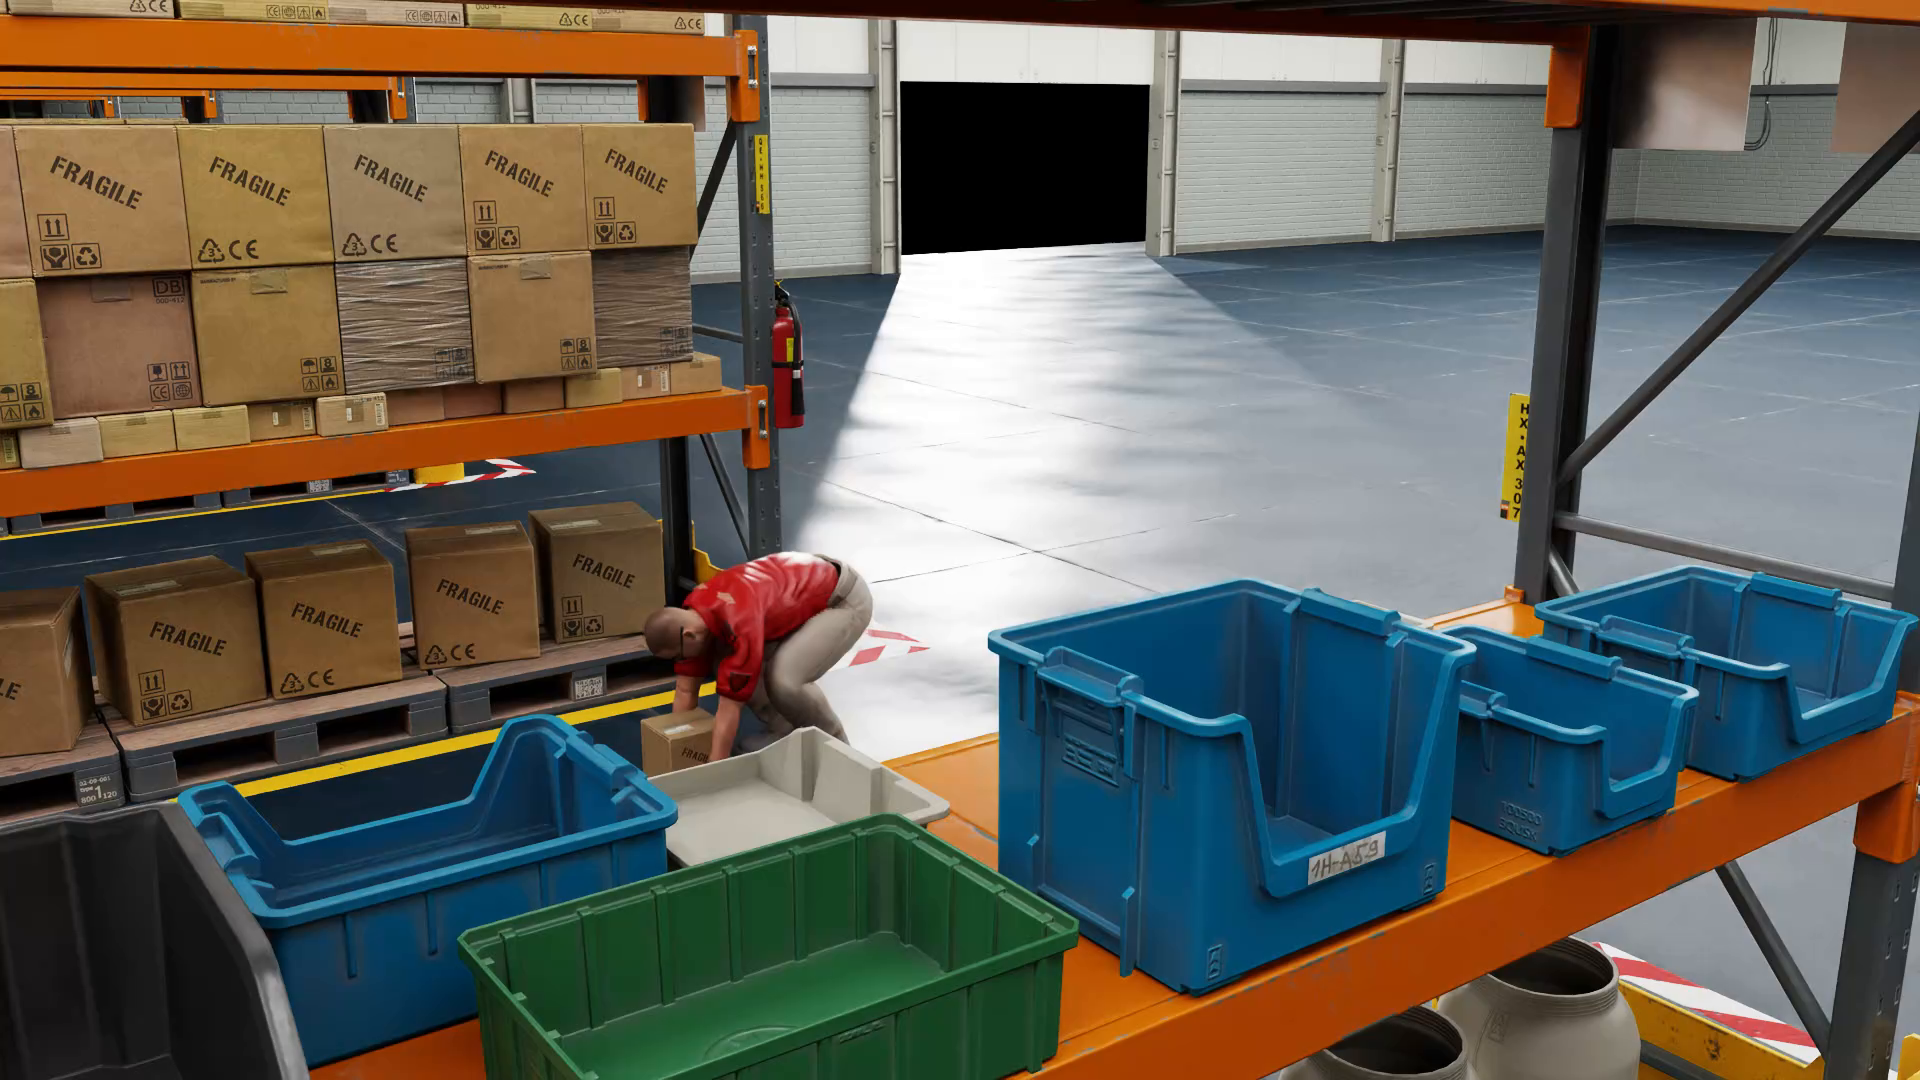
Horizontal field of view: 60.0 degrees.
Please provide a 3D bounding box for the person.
[{"bbox_3d":[-0.775,0.501,6.437,0.957,0.847,0.534,-11,18,-37],"label":"person"}]
